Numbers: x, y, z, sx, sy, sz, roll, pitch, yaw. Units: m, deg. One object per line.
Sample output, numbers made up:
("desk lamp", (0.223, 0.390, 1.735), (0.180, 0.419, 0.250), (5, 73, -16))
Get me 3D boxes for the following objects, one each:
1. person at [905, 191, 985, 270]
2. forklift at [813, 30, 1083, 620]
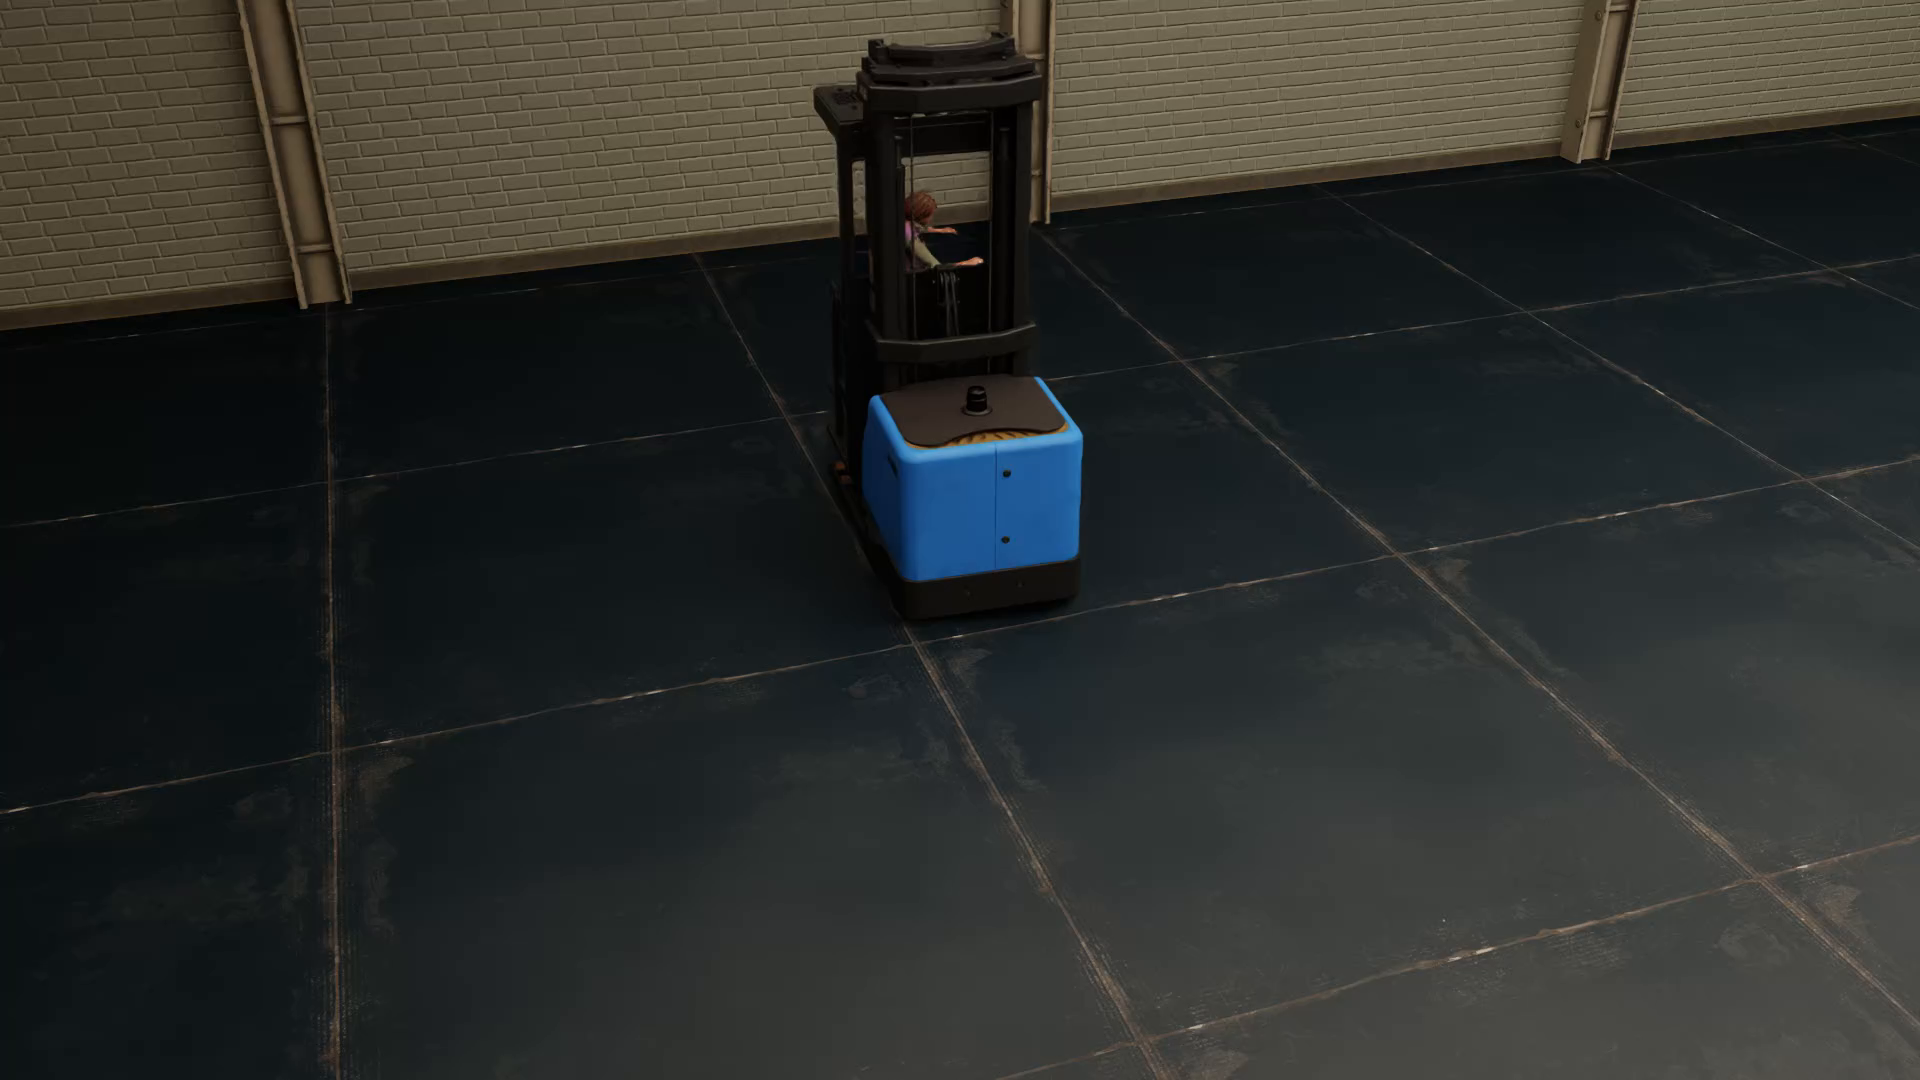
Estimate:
("person", (-0.183, -1.822, 11.785), (0.685, 1.348, 0.850), (-4, 30, -7))
("forklift", (-0.208, -1.556, 9.792), (1.130, 2.935, 3.031), (-8, 31, -13))
